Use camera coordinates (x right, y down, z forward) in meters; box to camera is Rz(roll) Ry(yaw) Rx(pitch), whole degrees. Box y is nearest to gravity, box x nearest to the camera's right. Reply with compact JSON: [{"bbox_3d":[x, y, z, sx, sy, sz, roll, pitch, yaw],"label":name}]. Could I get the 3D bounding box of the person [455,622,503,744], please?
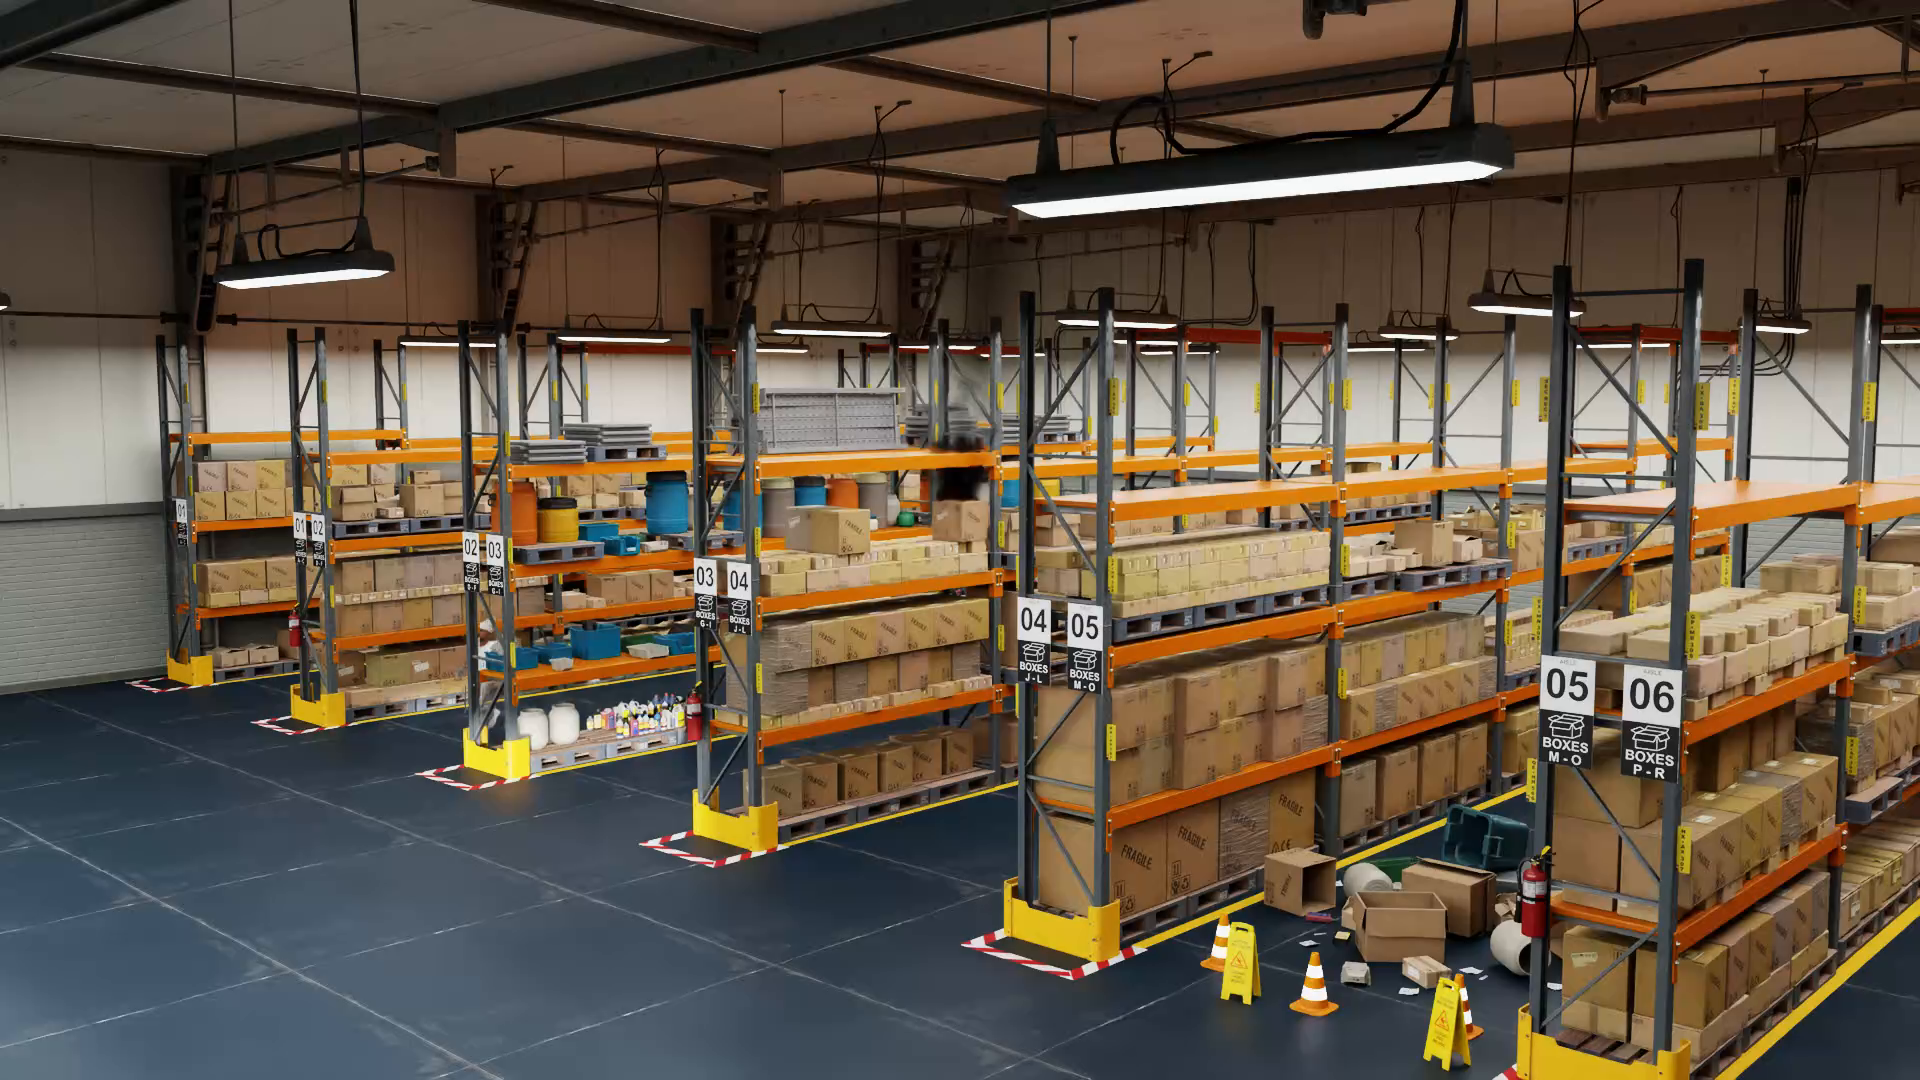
[{"bbox_3d":[-6.885,2.045,23.973,0.680,1.737,0.806,3,6,28],"label":"person"}]
